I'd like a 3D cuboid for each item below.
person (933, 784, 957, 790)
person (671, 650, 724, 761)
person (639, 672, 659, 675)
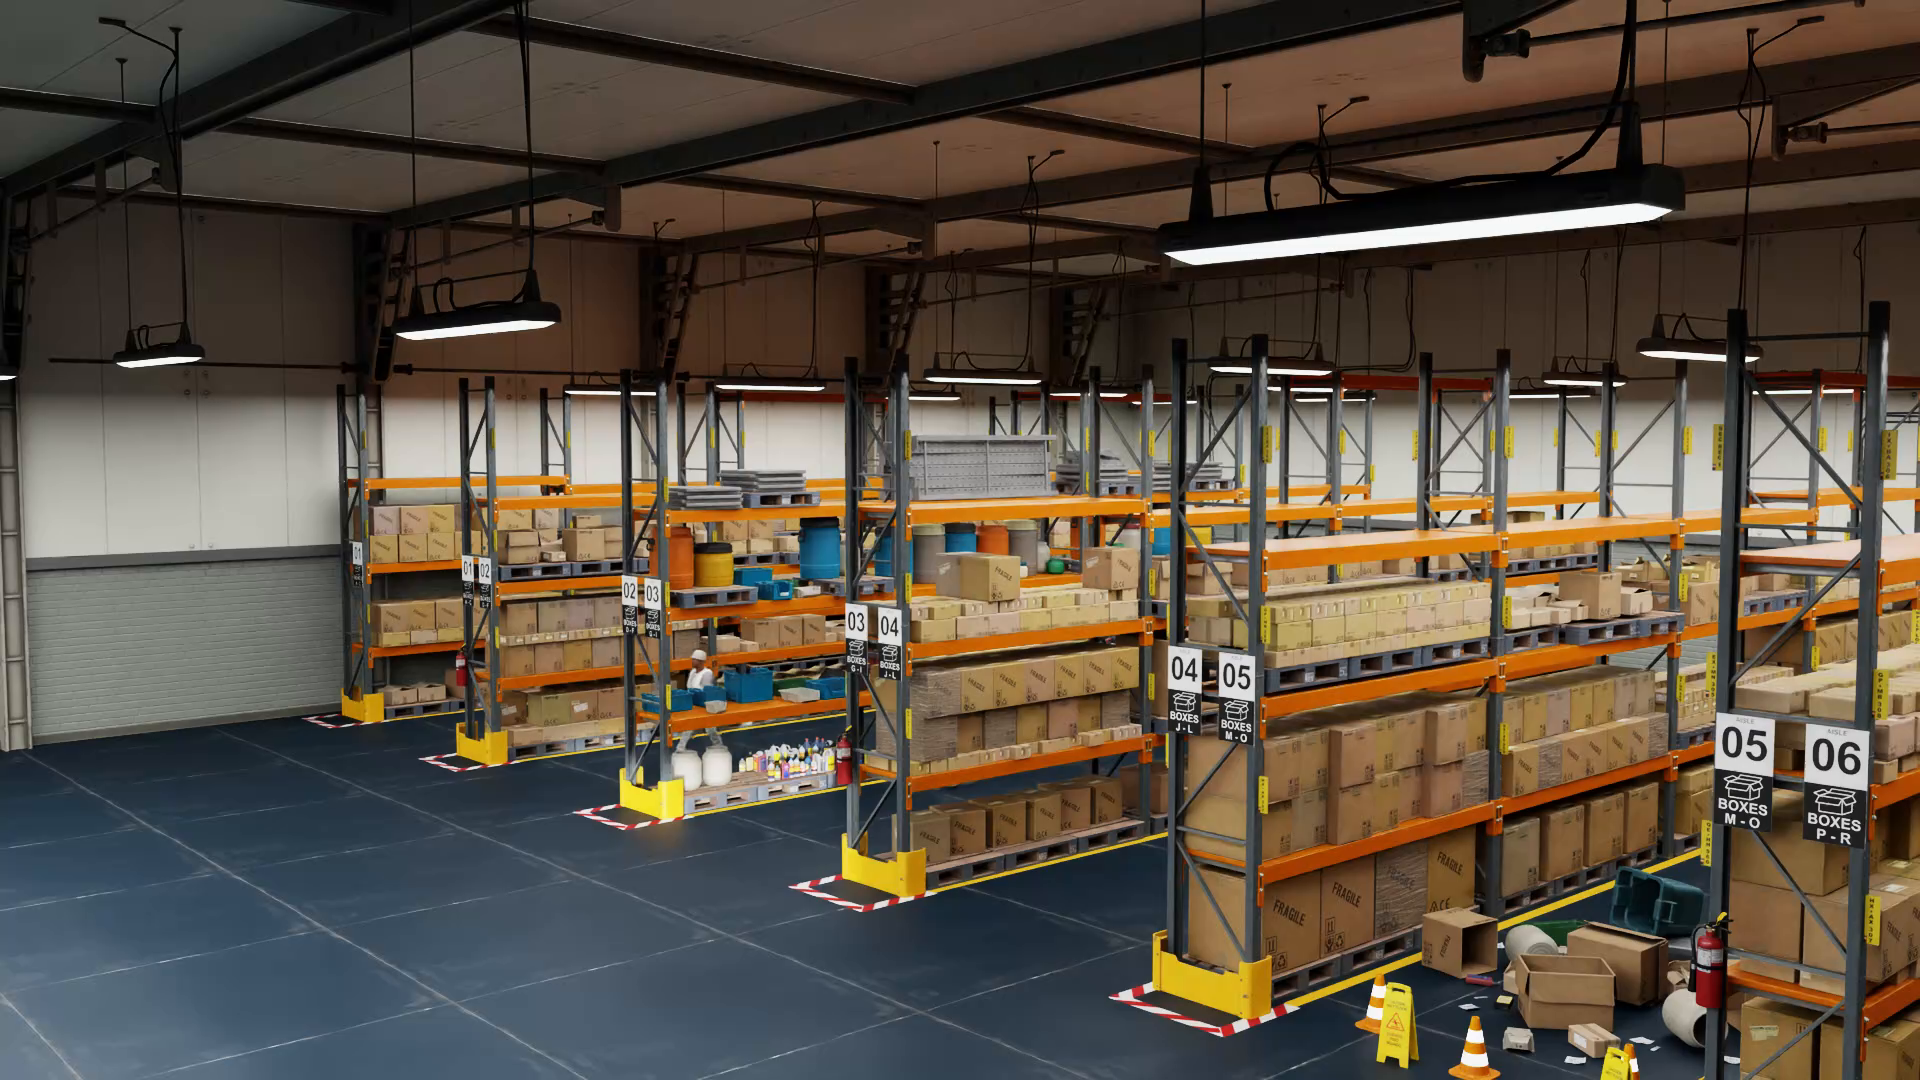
[{"bbox_3d":[-0.212,2.768,24.075,0.553,1.750,0.470,3,5,42],"label":"person"},{"bbox_3d":[-4.115,2.580,25.687,1.025,1.738,0.575,-3,5,-40],"label":"person"},{"bbox_3d":[-5.852,2.302,31.157,0.469,1.663,0.762,2,4,23],"label":"person"}]
